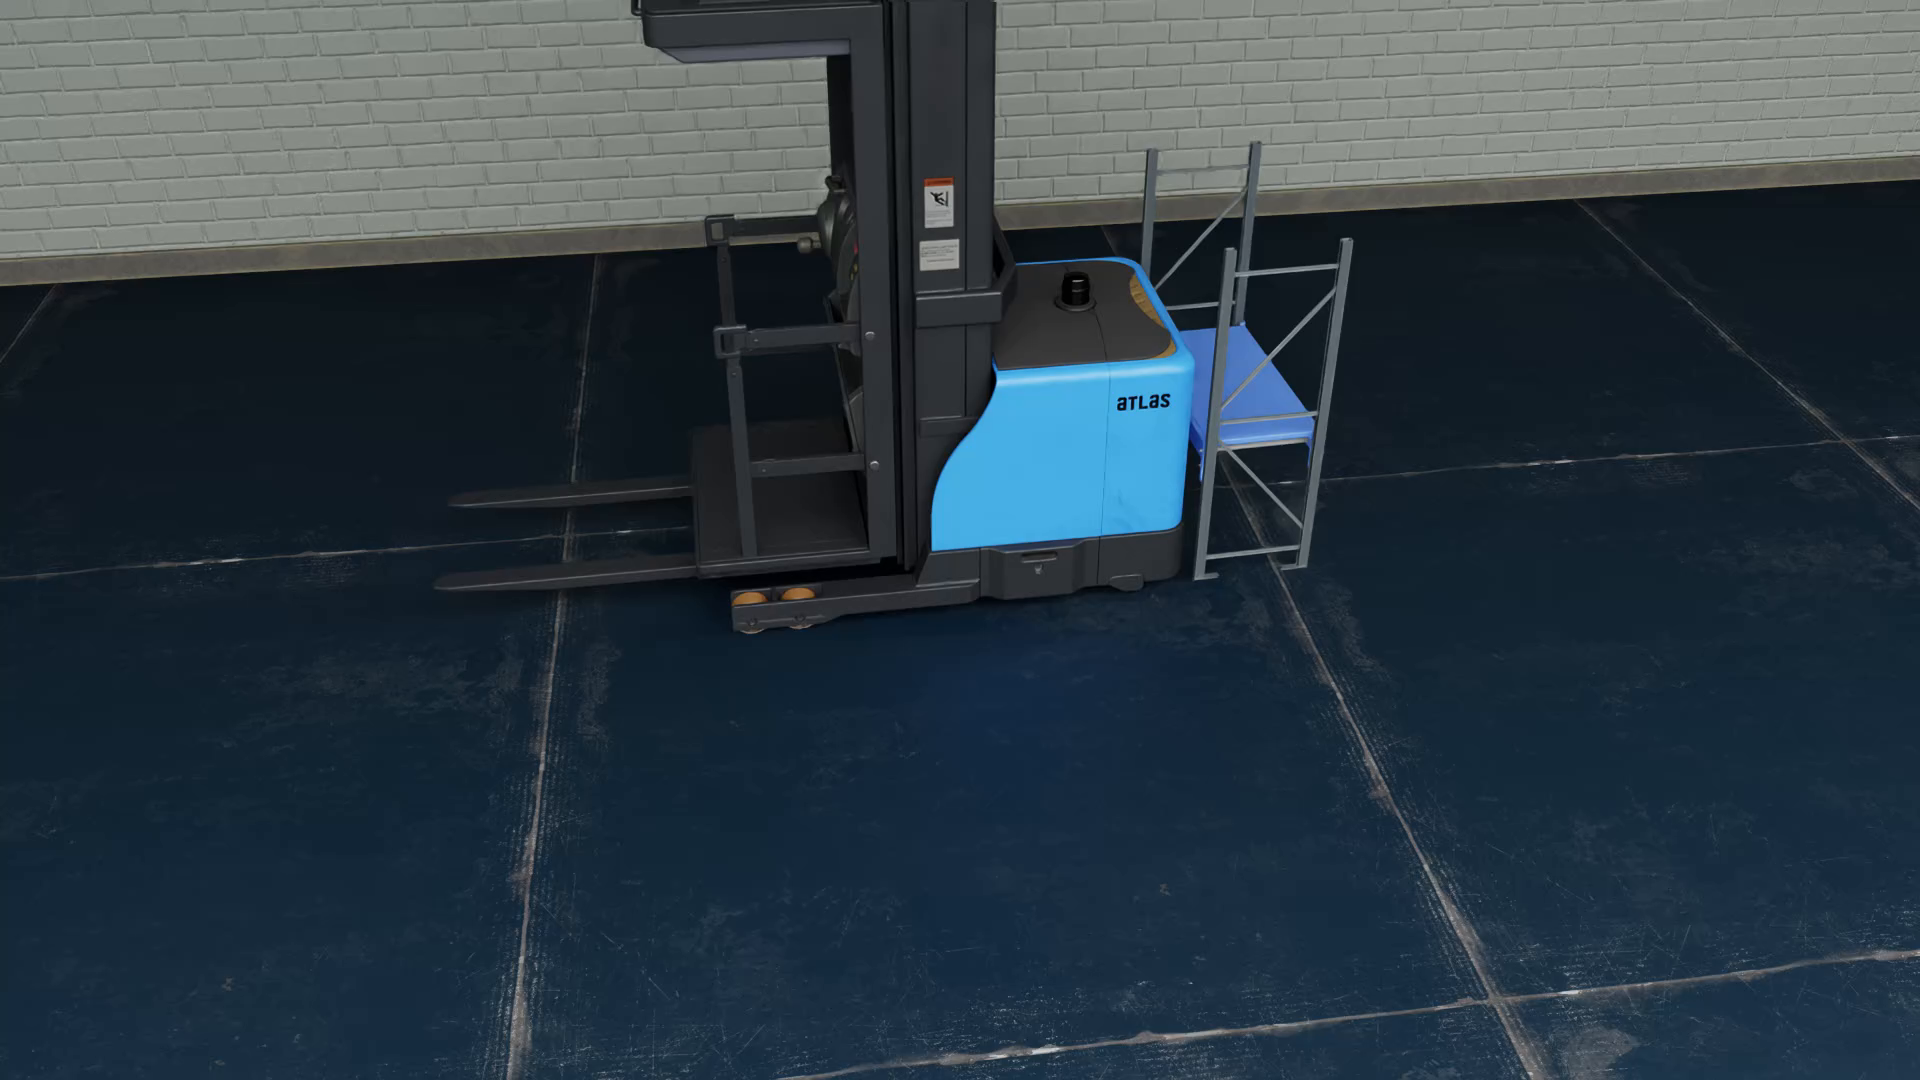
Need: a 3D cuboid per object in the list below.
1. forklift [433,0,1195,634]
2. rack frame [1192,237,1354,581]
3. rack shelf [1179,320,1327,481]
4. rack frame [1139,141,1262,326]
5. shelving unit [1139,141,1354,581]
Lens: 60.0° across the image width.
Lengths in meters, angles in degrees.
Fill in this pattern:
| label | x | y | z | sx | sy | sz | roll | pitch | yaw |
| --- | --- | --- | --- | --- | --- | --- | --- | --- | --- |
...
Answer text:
| label | x | y | z | sx | sy | sz | roll | pitch | yaw |
| --- | --- | --- | --- | --- | --- | --- | --- | --- | --- |
| forklift | -0.639 | -1.155 | 6.342 | 3.031 | 2.935 | 1.130 | -5 | 35 | -7 |
| rack frame | 1.229 | -0.484 | 6.628 | 0.500 | 1.500 | 0.032 | -6 | 35 | -9 |
| rack shelf | 1.131 | -0.616 | 7.142 | 0.538 | 0.185 | 1.000 | -6 | 35 | -9 |
| rack frame | 1.034 | -1.046 | 7.453 | 0.500 | 1.500 | 0.032 | -6 | 35 | -9 |
| shelving unit | 1.131 | -0.765 | 7.040 | 0.538 | 1.500 | 1.048 | -6 | 35 | -9 |
